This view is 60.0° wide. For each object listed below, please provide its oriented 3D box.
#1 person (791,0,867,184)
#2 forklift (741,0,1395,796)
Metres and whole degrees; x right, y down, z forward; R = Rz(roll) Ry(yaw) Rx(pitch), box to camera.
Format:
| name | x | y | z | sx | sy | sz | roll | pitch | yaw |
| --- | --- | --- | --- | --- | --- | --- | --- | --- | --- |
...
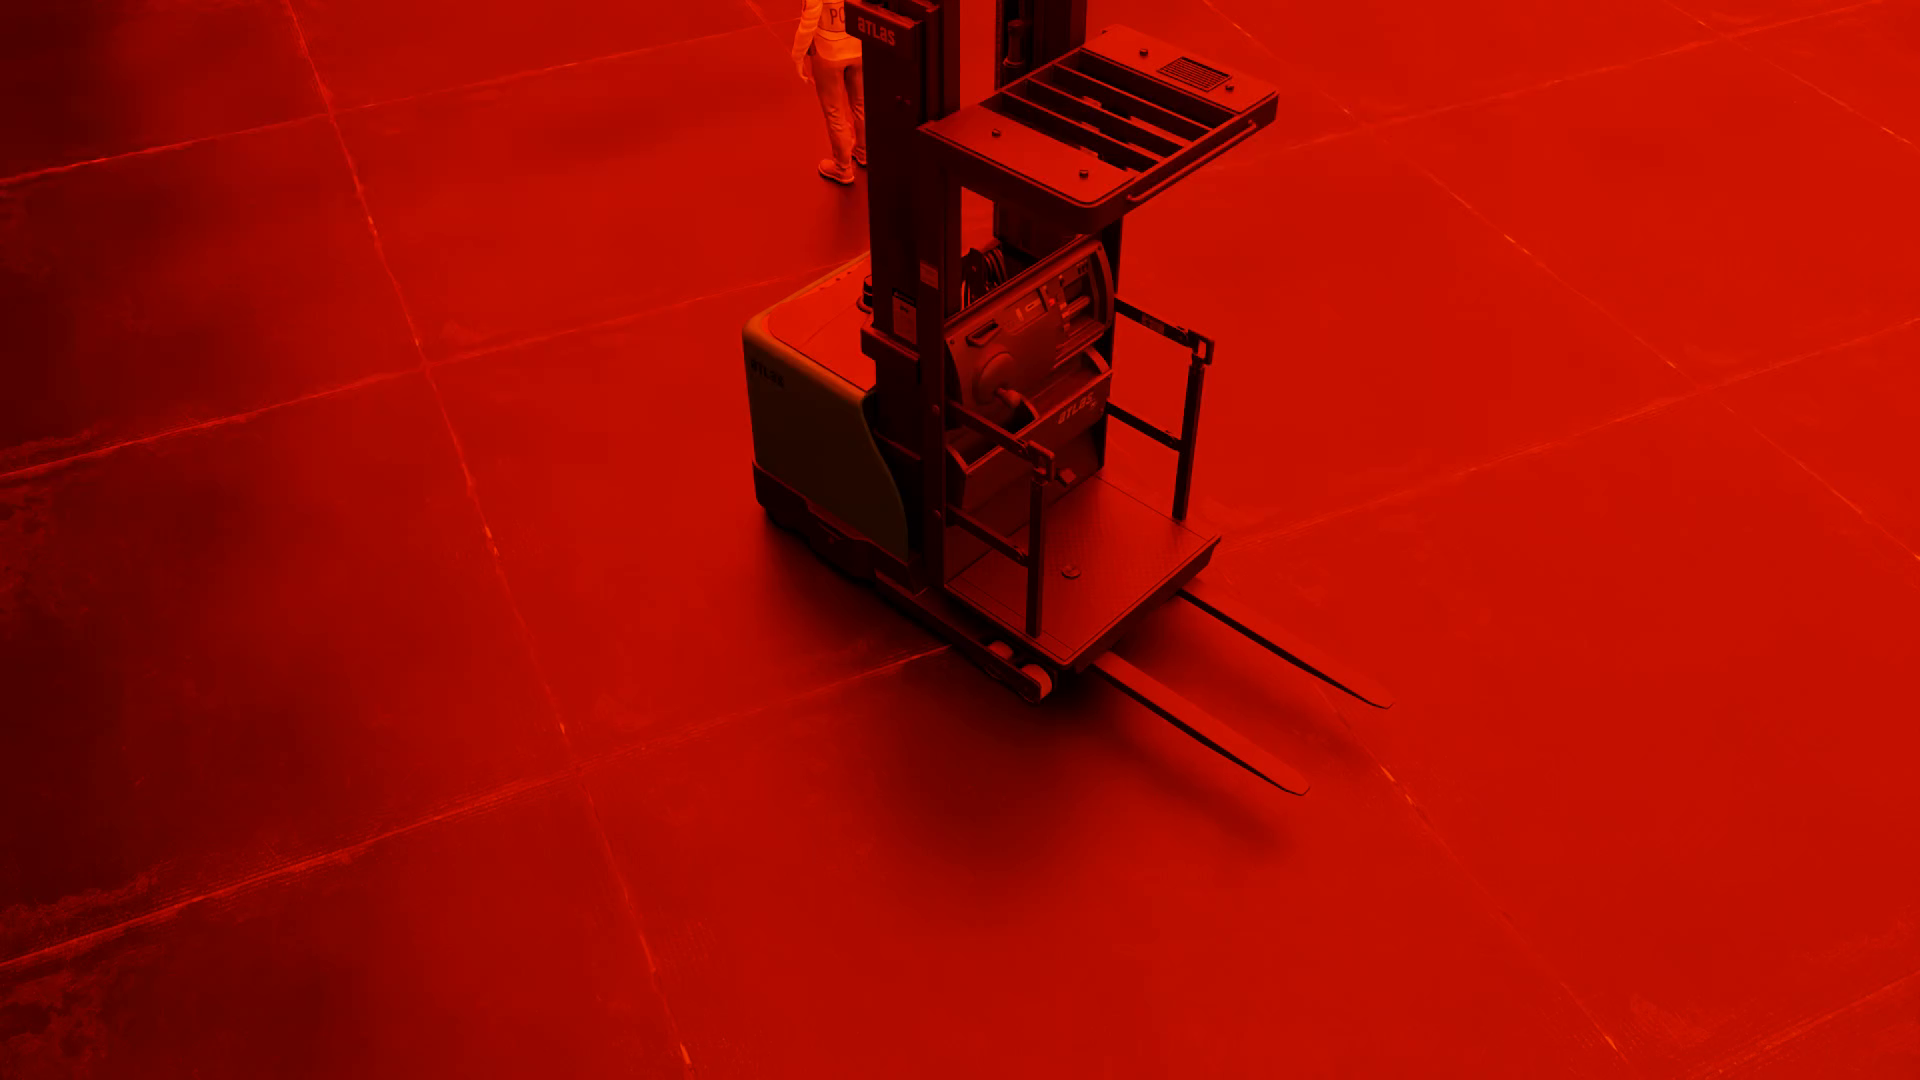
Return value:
| name | x | y | z | sx | sy | sz | roll | pitch | yaw |
| --- | --- | --- | --- | --- | --- | --- | --- | --- | --- |
| person | -0.733 | -2.861 | 9.641 | 0.588 | 1.696 | 0.534 | -25 | 48 | -24 |
| forklift | 0.445 | -0.788 | 6.525 | 3.031 | 2.935 | 1.130 | 32 | 52 | 30 |
